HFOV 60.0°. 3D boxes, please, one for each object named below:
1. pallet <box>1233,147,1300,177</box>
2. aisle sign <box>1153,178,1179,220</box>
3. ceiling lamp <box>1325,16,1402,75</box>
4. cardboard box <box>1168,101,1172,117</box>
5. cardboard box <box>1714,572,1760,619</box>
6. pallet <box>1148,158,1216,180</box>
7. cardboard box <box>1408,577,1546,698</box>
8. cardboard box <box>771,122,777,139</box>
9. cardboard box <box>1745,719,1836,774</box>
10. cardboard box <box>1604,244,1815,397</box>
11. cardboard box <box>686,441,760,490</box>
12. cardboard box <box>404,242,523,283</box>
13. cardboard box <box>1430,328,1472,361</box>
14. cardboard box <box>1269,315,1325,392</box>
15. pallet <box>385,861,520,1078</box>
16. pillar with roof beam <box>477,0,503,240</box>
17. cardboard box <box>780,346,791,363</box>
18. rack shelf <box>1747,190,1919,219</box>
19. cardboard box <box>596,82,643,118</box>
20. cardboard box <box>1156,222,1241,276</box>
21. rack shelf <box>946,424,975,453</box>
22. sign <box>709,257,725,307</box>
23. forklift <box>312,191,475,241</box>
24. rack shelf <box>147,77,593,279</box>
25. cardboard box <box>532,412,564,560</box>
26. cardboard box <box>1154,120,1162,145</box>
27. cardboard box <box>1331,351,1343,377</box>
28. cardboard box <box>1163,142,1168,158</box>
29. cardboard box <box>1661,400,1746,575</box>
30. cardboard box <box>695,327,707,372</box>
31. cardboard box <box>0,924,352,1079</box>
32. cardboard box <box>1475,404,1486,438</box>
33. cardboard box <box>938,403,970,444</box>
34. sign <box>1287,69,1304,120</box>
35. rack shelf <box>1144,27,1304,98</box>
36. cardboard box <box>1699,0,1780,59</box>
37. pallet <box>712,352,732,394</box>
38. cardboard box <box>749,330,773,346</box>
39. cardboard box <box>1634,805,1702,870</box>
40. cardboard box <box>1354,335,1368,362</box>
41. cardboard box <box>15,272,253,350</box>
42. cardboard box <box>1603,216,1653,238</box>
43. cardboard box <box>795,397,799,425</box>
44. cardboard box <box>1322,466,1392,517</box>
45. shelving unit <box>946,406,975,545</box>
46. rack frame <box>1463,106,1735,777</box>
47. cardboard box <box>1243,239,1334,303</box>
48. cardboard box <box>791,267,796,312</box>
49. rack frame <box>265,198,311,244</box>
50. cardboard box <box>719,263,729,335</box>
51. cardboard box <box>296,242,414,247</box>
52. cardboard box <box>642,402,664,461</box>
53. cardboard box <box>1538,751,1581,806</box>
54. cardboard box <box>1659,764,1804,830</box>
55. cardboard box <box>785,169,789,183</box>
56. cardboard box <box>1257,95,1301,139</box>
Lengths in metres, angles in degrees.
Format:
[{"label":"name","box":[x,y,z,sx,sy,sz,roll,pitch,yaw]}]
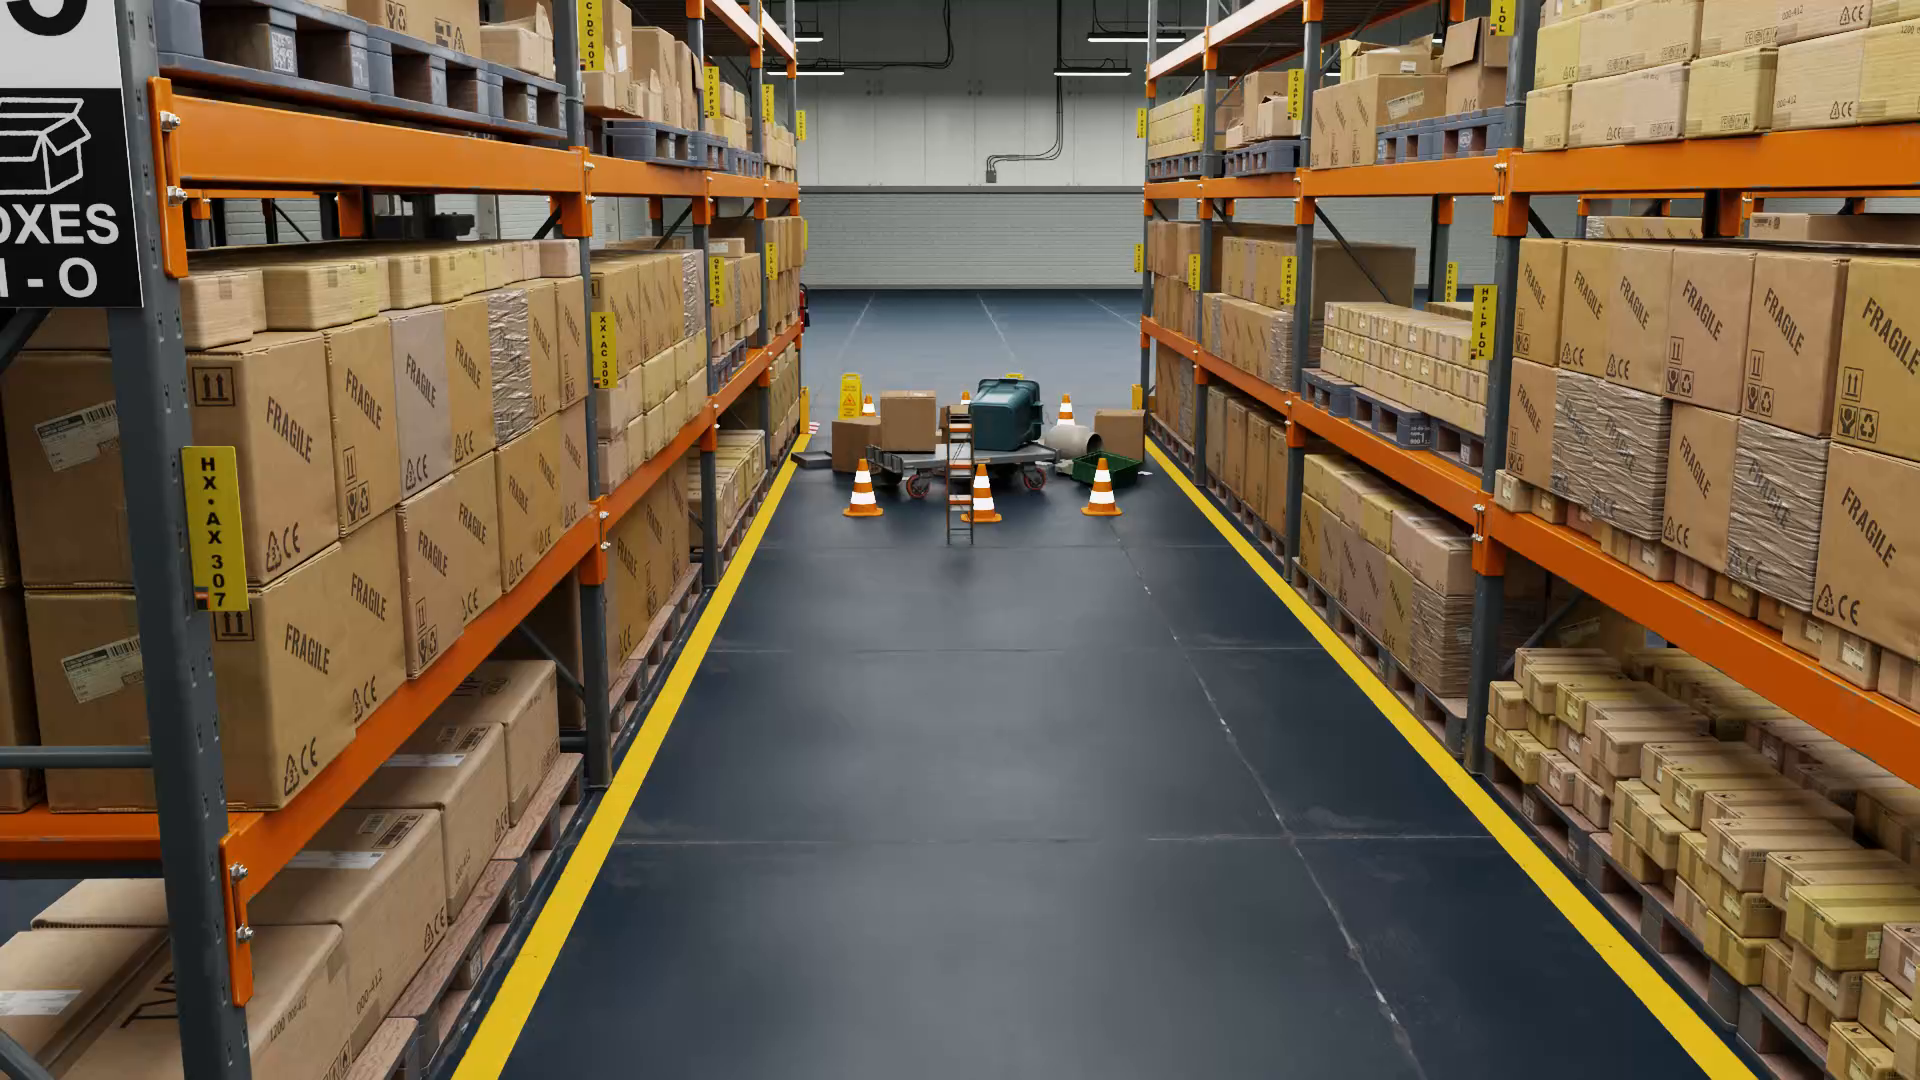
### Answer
[{"label":"pallet","box":[2.684,-2.915,12.812,1.003,0.211,1.213,0,11,1]},{"label":"aisle sign","box":[2.310,-4.064,19.010,0.394,0.787,0.004,0,11,-1]},{"label":"ceiling lamp","box":[10.470,-13.649,43.021,2.000,3.185,0.800,0,11,-1]},{"label":"cardboard box","box":[2.330,-4.399,16.971,0.380,0.149,0.250,0,11,0]},{"label":"cardboard box","box":[2.692,0.154,5.390,0.380,0.149,0.250,0,11,0]},{"label":"pallet","box":[2.637,-4.057,18.189,1.003,0.211,1.213,0,11,-1]},{"label":"cardboard box","box":[2.592,0.481,8.374,0.500,0.500,0.500,0,11,-2]},{"label":"cardboard box","box":[-1.943,-3.900,15.820,0.380,0.149,0.250,0,11,-2]},{"label":"cardboard box","box":[3.209,0.783,6.273,0.380,0.149,0.250,-1,11,-4]},{"label":"cardboard box","box":[2.630,-0.783,5.859,0.500,0.500,0.500,0,11,0]},{"label":"cardboard box","box":[-2.222,-0.613,14.087,0.950,0.372,0.625,0,11,2]},{"label":"cardboard box","box":[-1.871,-1.046,6.273,0.380,0.149,0.250,0,11,-1]},{"label":"cardboard box","box":[2.640,-1.002,8.534,0.380,0.149,0.250,0,11,-1]},{"label":"cardboard box","box":[2.498,-1.325,11.792,0.500,0.500,0.500,0,11,-1]},{"label":"pallet","box":[-2.122,1.410,5.580,1.003,0.211,1.213,0,11,-1]},{"label":"pillar with roof beam","box":[-4.129,-7.917,29.449,9.100,9.000,0.548,0,11,-1]},{"label":"cardboard box","box":[-1.978,-1.947,17.455,0.380,0.149,0.250,0,11,1]},{"label":"rack shelf","box":[7.696,-2.702,13.100,1.077,0.370,4.000,0,11,-1]},{"label":"cardboard box","box":[-1.764,-2.166,8.178,0.380,0.166,0.250,-1,12,-5]},{"label":"cardboard box","box":[2.559,-3.085,17.629,0.875,0.550,0.550,0,11,-1]},{"label":"rack shelf","box":[0.001,-0.772,12.848,0.215,0.259,0.240,0,11,-1]},{"label":"sign","box":[-1.616,-1.717,11.066,0.100,0.325,0.005,0,11,-1]},{"label":"forklift","box":[-4.818,-1.778,14.452,1.130,2.935,3.031,0,11,-2]},{"label":"rack shelf","box":[-2.047,-1.071,5.061,1.077,0.370,4.000,0,11,-1]},{"label":"cardboard box","box":[-1.807,-0.207,6.284,0.500,0.500,0.500,-1,11,-3]},{"label":"cardboard box","box":[2.376,-4.377,17.865,0.500,0.250,0.500,0,11,-2]},{"label":"cardboard box","box":[2.589,-1.127,10.644,0.380,0.149,0.250,0,11,2]},{"label":"cardboard box","box":[2.324,-4.059,17.301,0.380,0.149,0.250,0,11,-2]},{"label":"cardboard box","box":[2.649,-0.182,5.413,0.500,0.500,0.500,0,11,2]},{"label":"cardboard box","box":[-1.907,-1.223,10.662,0.500,0.250,0.500,0,11,-1]},{"label":"cardboard box","box":[-2.119,1.363,4.186,0.875,0.438,0.875,-1,11,-3]},{"label":"cardboard box","box":[2.653,-0.553,7.815,0.380,0.149,0.250,0,11,-2]},{"label":"cardboard box","box":[0.232,-1.175,17.584,0.797,0.503,0.637,-10,15,-40]},{"label":"sign","box":[2.221,-2.949,11.005,0.100,0.325,0.005,0,11,-1]},{"label":"rack shelf","box":[2.652,-4.771,16.760,1.077,0.370,4.000,0,11,-1]},{"label":"cardboard box","box":[2.659,-1.633,5.138,0.500,0.250,0.500,-1,11,-4]},{"label":"pallet","box":[-2.292,-1.194,11.882,1.213,0.211,1.003,0,11,-1]},{"label":"cardboard box","box":[-1.939,-1.883,15.426,0.380,0.149,0.250,0,11,-1]},{"label":"cardboard box","box":[2.589,1.033,5.788,0.380,0.149,0.250,0,11,-1]},{"label":"cardboard box","box":[2.608,-1.162,10.068,0.380,0.149,0.250,0,11,-1]},{"label":"cardboard box","box":[-1.736,-0.485,3.508,0.380,0.149,0.250,0,11,0]},{"label":"cardboard box","box":[7.314,-3.253,18.033,0.500,0.500,0.500,0,11,-1]},{"label":"cardboard box","box":[-2.050,-1.431,18.427,0.500,0.250,0.500,0,11,-1]},{"label":"cardboard box","box":[2.559,-0.296,10.321,0.500,0.250,0.500,0,11,-2]},{"label":"shelving unit","box":[0.001,-0.504,12.902,0.215,1.050,0.252,0,11,-1]},{"label":"rack frame","box":[2.859,-0.392,7.447,1.000,3.000,0.127,0,11,-1]},{"label":"cardboard box","box":[2.732,-2.220,13.690,0.700,0.500,0.500,0,11,-1]},{"label":"cardboard box","box":[-2.044,-2.725,17.949,0.500,0.500,0.500,0,11,-1]},{"label":"rack frame","box":[-7.298,-2.716,18.901,1.000,3.000,0.127,0,11,-1]},{"label":"cardboard box","box":[-1.966,-1.741,12.042,0.500,0.500,0.500,0,11,2]},{"label":"cardboard box","box":[-2.272,-1.043,6.259,0.380,0.149,0.250,0,11,-2]},{"label":"cardboard box","box":[-1.840,-0.571,8.708,0.500,0.250,0.500,0,11,-2]},{"label":"cardboard box","box":[2.608,0.975,6.822,0.380,0.149,0.250,0,11,-1]},{"label":"cardboard box","box":[2.666,0.888,5.756,0.380,0.149,0.250,0,11,-1]},{"label":"cardboard box","box":[-2.040,-3.912,17.884,0.380,0.149,0.250,0,11,1]},{"label":"cardboard box","box":[2.455,-3.075,12.043,0.500,0.311,0.500,0,11,-1]}]
